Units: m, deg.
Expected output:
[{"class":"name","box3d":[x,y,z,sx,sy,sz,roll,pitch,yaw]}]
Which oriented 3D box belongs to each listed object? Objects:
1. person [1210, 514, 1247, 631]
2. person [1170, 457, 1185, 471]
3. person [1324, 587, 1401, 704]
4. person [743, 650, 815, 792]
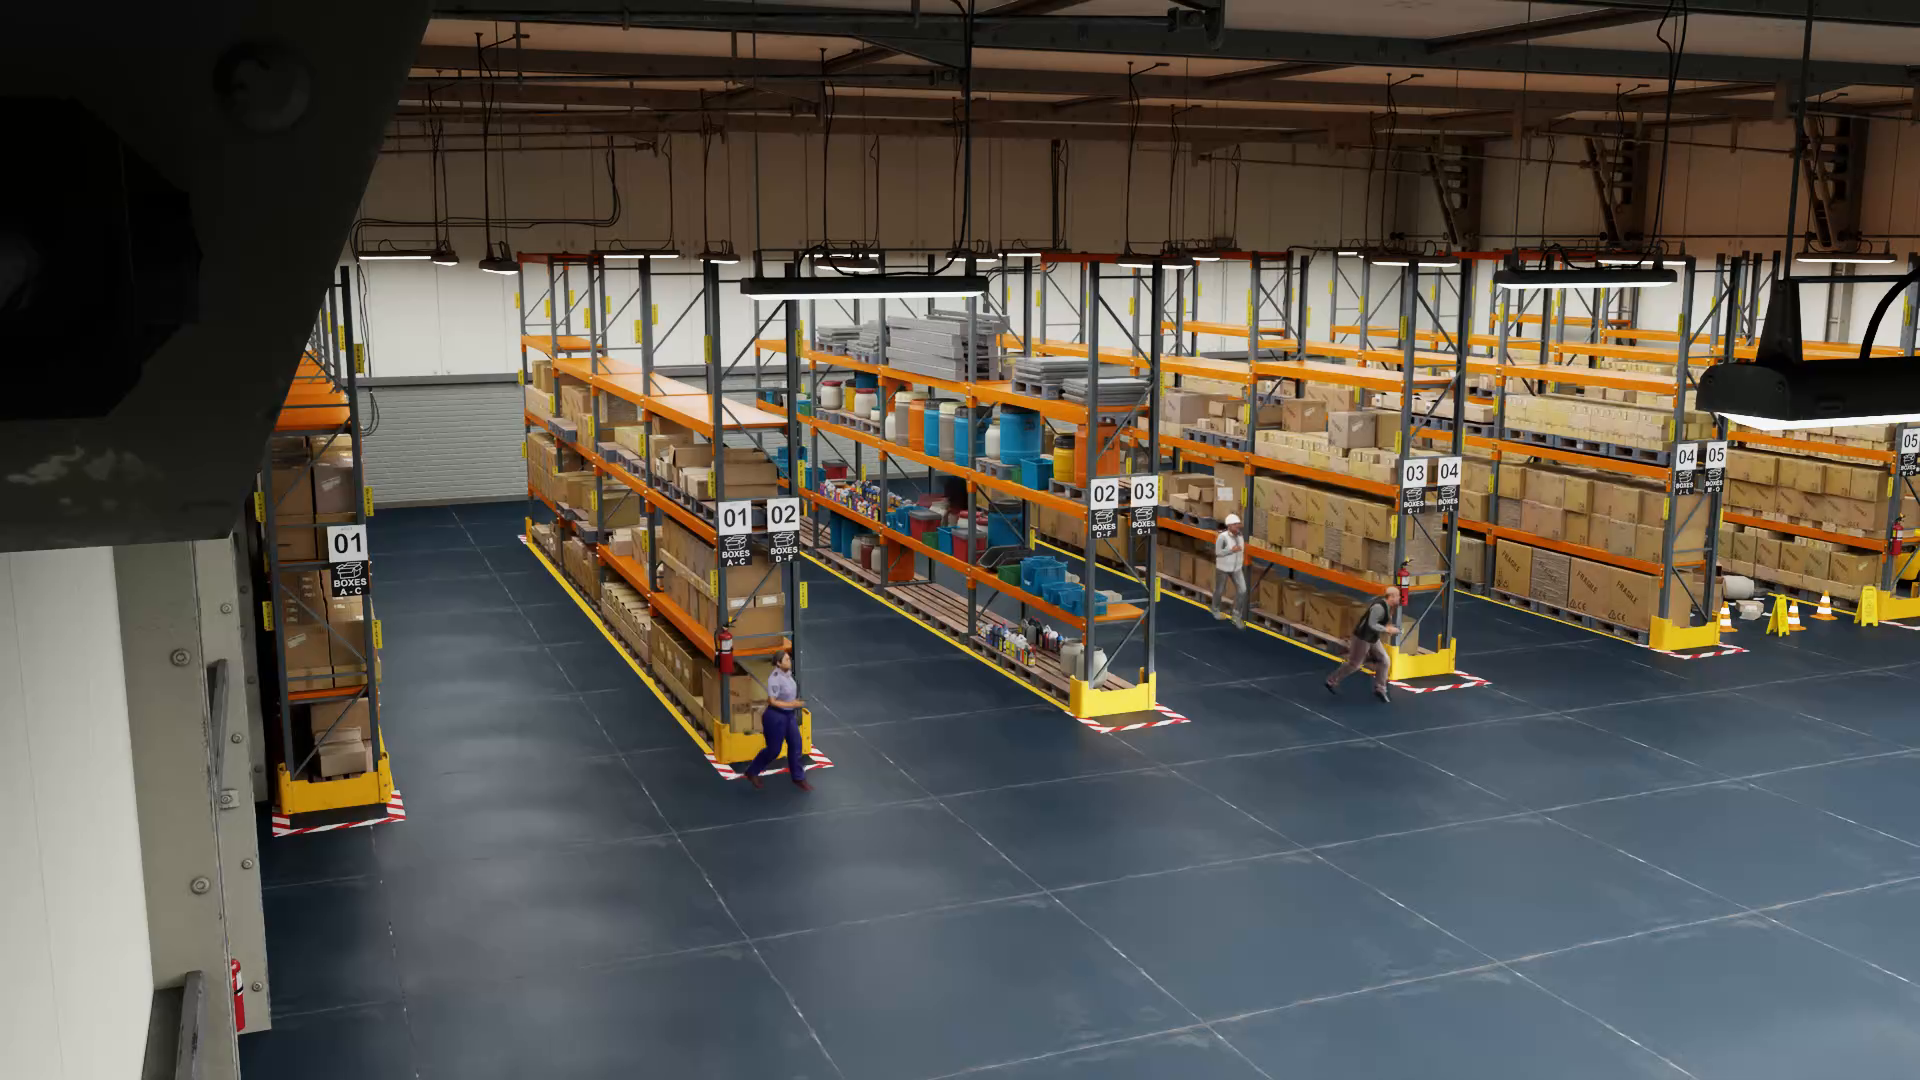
[{"class":"person","box3d":[4.251,0.482,26.353,0.641,1.838,0.838,-4,11,-21]},{"class":"person","box3d":[5.528,-2.017,41.597,0.546,1.631,0.639,4,11,19]},{"class":"person","box3d":[5.530,1.429,22.857,0.987,1.680,0.701,4,11,23]},{"class":"person","box3d":[-2.093,2.090,19.115,0.810,1.682,0.623,3,11,14]}]
